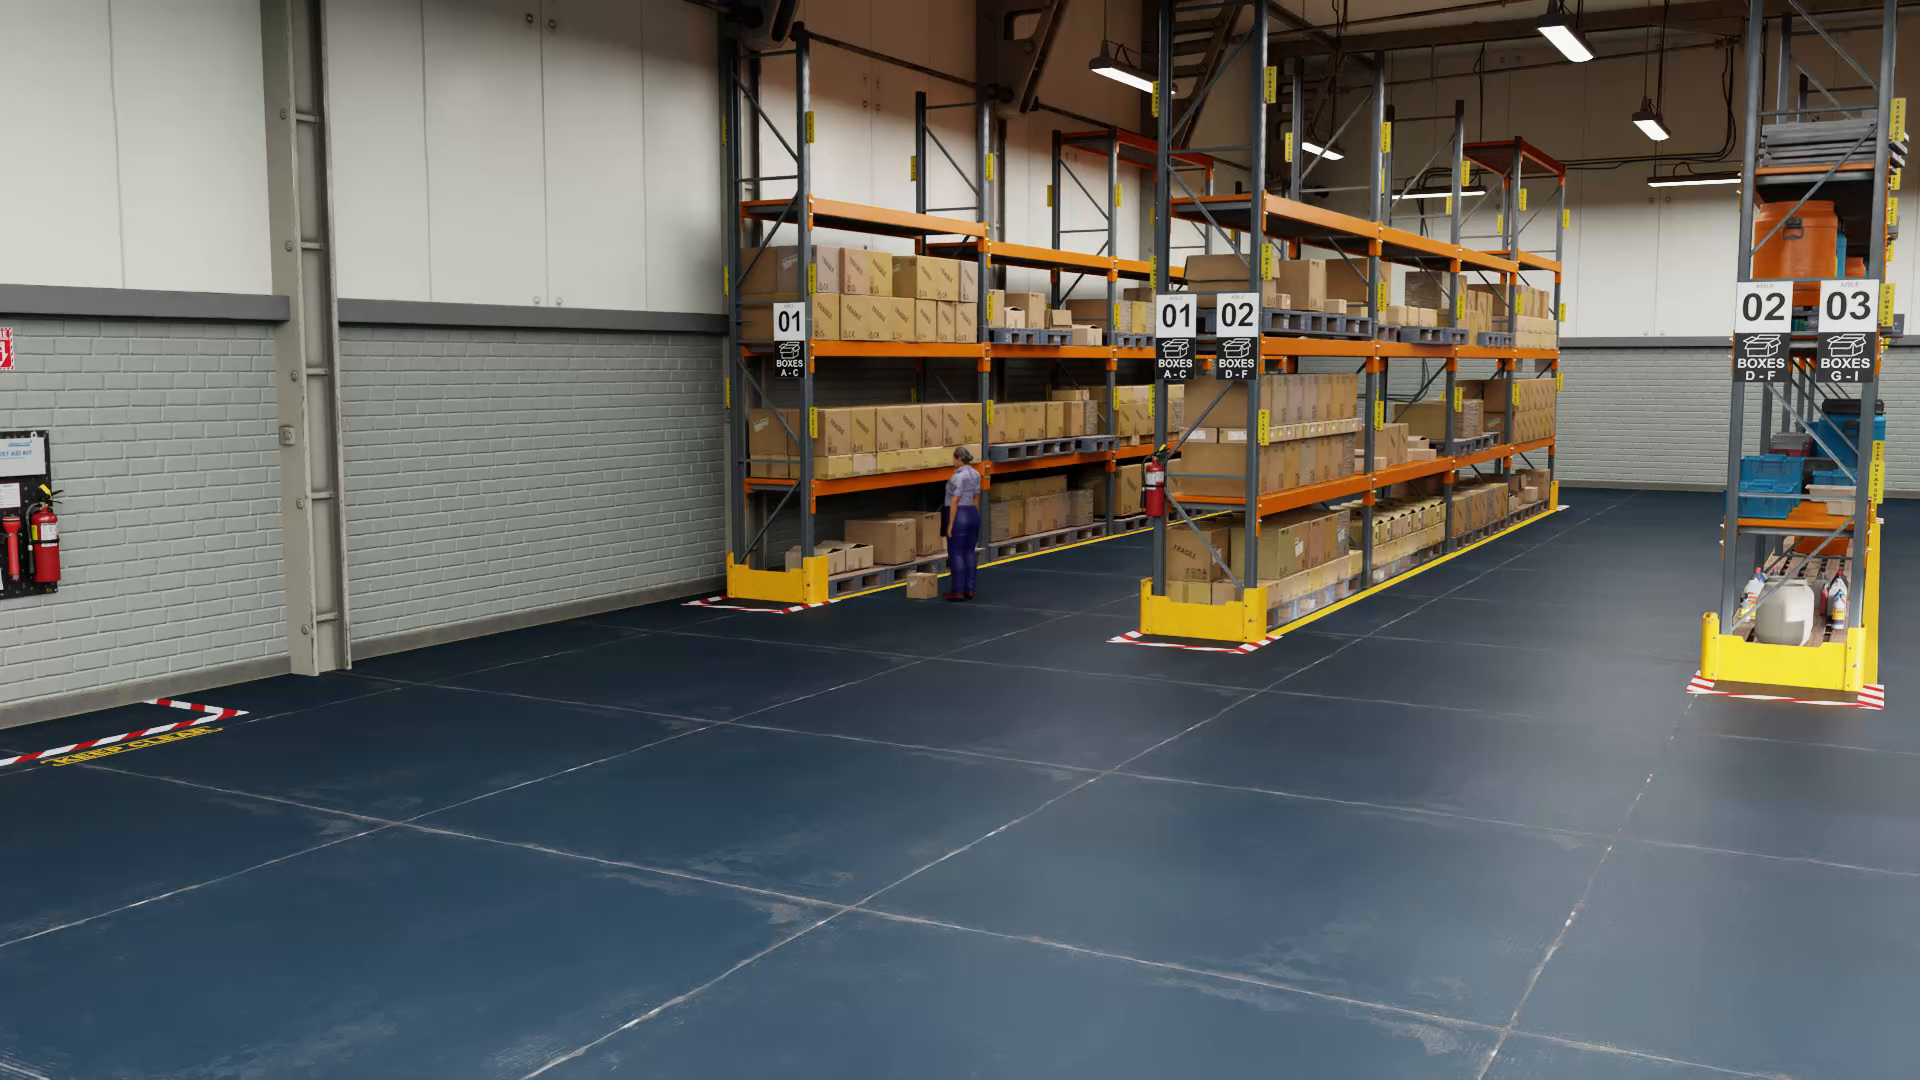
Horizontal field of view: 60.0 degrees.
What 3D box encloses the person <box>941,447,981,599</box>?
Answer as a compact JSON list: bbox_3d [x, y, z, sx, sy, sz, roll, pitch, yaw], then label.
[{"bbox_3d":[-0.005,-0.167,18.019,0.390,1.655,0.490,4,7,36],"label":"person"}]
